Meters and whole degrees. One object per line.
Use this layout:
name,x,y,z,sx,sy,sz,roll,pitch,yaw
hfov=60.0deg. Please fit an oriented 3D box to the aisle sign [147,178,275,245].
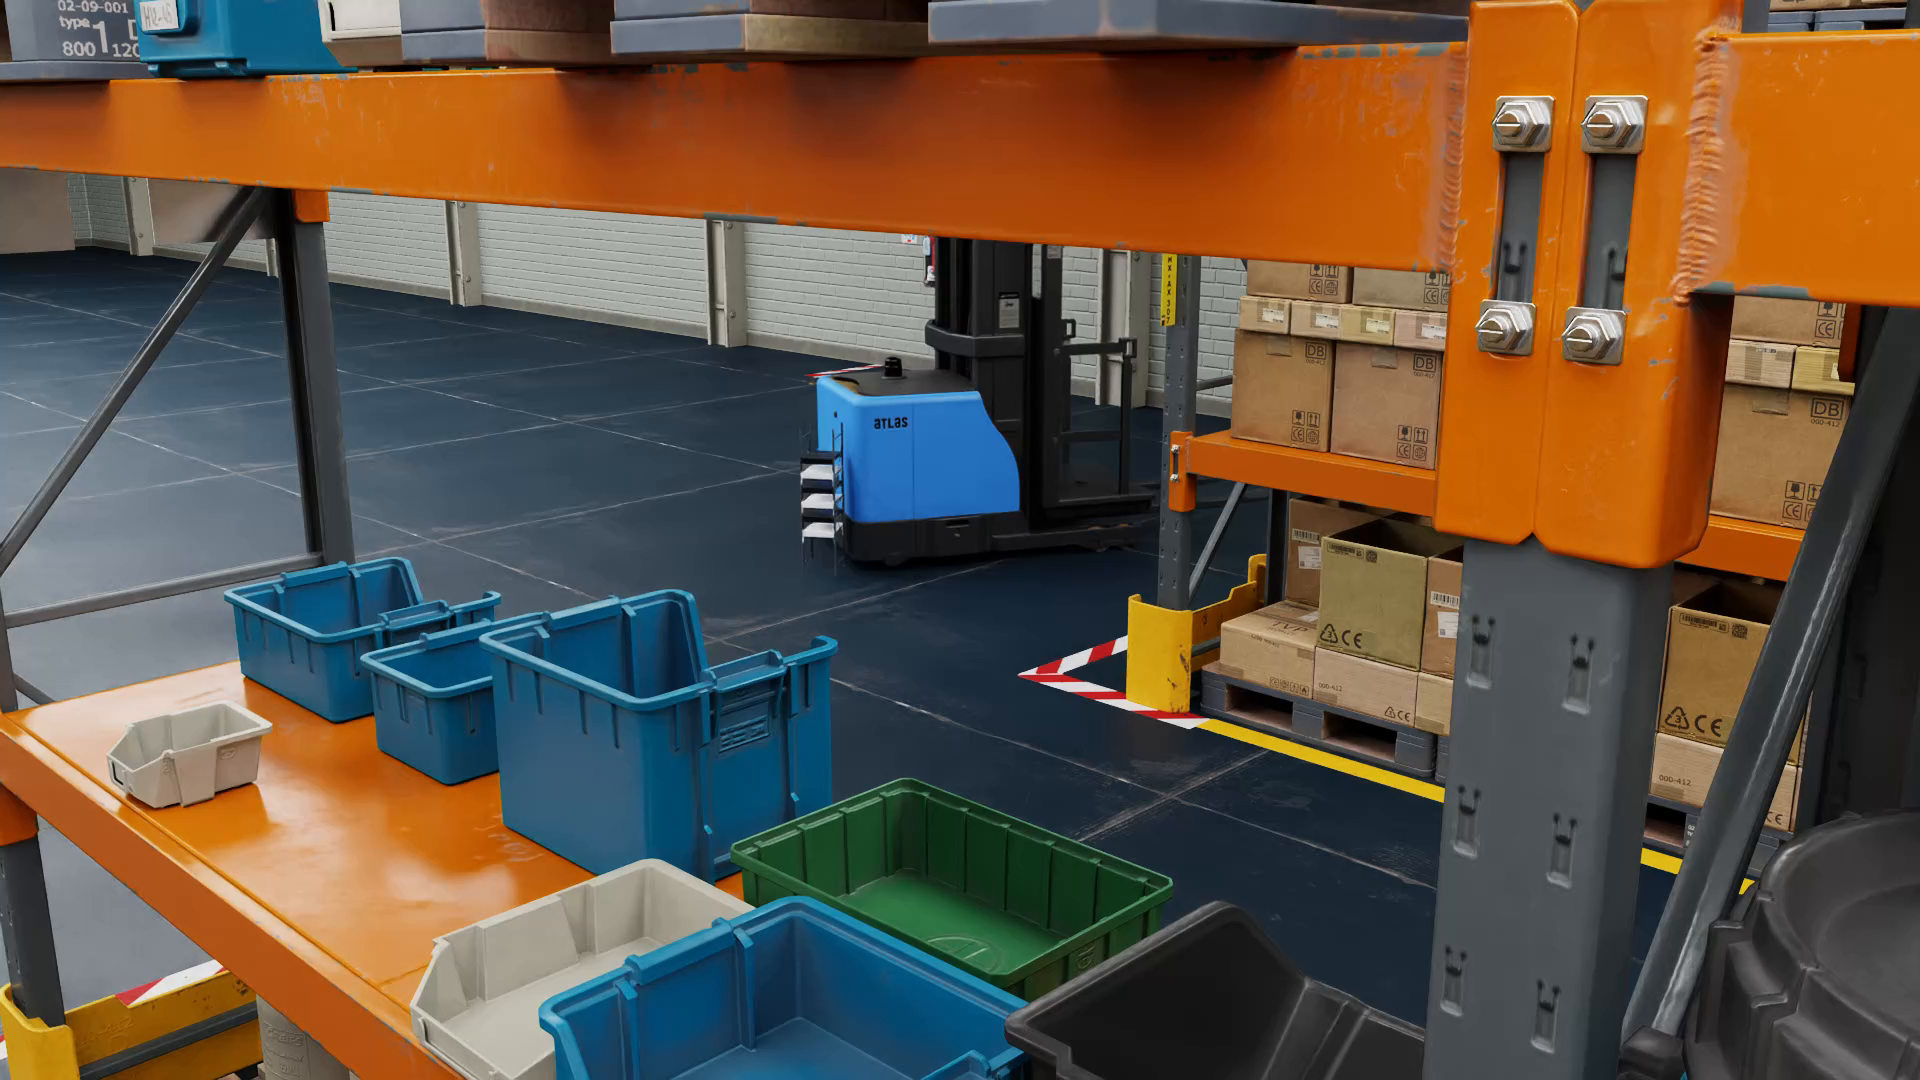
aisle sign,-1.967,-1.187,4.383,0.004,0.787,0.394,14,20,42

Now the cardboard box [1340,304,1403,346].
cardboard box,1.823,-0.926,7.051,0.250,0.149,0.380,14,20,42

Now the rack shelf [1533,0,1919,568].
rack shelf,2.198,0.084,0.138,4.000,0.370,1.077,14,20,42

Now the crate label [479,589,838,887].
crate label,-0.609,0.393,3.403,0.616,0.435,0.502,14,20,42

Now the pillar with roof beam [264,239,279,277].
pillar with roof beam,-14.406,-8.017,23.854,0.400,9.000,9.100,14,20,42

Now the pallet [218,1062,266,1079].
pallet,-1.453,1.635,4.239,1.213,0.211,1.003,14,20,42

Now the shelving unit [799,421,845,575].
shelving unit,-0.836,-0.254,10.124,0.210,0.900,0.258,2,15,9

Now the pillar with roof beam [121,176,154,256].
pillar with roof beam,-18.725,-9.067,27.884,0.400,9.000,9.100,14,20,42

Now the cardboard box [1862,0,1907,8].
cardboard box,3.141,-1.823,5.419,0.250,0.149,0.380,14,20,42

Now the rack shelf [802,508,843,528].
rack shelf,-0.836,-0.135,10.155,0.200,0.077,0.258,2,15,9

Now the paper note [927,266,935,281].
paper note,-0.292,-2.802,17.484,0.142,0.148,0.016,14,20,42

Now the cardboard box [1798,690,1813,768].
cardboard box,3.362,0.573,5.919,0.500,0.500,0.500,14,20,42

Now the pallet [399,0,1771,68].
pallet,0.171,-0.631,1.831,1.003,0.211,1.213,14,20,42

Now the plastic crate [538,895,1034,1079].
plastic crate,-0.227,0.765,2.341,0.616,0.251,0.499,14,20,42

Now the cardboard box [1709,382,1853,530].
cardboard box,3.132,-0.365,6.187,0.500,0.500,0.700,14,20,43

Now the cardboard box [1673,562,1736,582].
cardboard box,3.001,0.304,6.951,0.500,0.500,0.500,14,20,42

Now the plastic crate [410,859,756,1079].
plastic crate,-0.587,0.727,2.716,0.437,0.136,0.530,14,20,42

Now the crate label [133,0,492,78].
crate label,-1.003,-0.854,2.608,0.408,0.251,0.502,14,20,42

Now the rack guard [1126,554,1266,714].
rack guard,1.302,0.445,8.235,0.348,0.500,1.175,14,20,42

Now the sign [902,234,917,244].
sign,-0.539,-3.317,17.644,0.234,0.329,0.001,14,20,42

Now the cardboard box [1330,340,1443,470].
cardboard box,2.028,-0.634,7.219,0.700,0.500,0.500,-14,20,-43

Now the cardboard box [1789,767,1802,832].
cardboard box,3.360,0.936,6.012,0.500,0.250,0.500,14,20,42

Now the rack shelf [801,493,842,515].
rack shelf,-0.836,-0.222,10.132,0.200,0.077,0.258,2,15,9

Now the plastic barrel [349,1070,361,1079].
plastic barrel,-1.234,1.327,3.990,0.421,0.512,0.421,0,15,0

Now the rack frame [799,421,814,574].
rack frame,-0.937,-0.259,10.140,0.006,0.900,0.240,2,15,9

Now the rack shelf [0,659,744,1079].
rack shelf,-0.682,0.836,3.203,4.000,0.370,1.077,14,20,42

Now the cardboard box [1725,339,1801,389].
cardboard box,2.941,-0.654,6.009,0.380,0.149,0.250,-14,20,-43

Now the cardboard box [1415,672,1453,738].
cardboard box,2.273,0.675,7.012,0.500,0.250,0.500,14,20,42

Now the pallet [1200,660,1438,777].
pallet,1.899,0.715,7.770,1.213,0.211,1.003,14,20,42

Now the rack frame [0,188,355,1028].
rack frame,-2.121,0.138,4.455,0.127,3.000,1.000,14,20,42

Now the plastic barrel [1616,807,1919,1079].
plastic barrel,0.826,0.718,1.235,0.708,0.901,0.600,14,20,42

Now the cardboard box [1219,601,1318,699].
cardboard box,1.551,0.501,7.682,0.500,0.250,0.500,14,20,42

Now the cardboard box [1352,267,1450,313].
cardboard box,2.067,-1.253,7.020,0.500,0.500,0.700,13,19,41

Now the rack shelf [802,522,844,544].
rack shelf,-0.836,-0.048,10.177,0.200,0.077,0.258,2,15,9

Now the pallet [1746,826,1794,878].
pallet,3.656,1.142,6.131,1.213,0.211,1.003,14,20,42

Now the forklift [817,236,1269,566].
forklift,0.636,-1.459,10.720,3.031,2.935,1.130,-5,15,-18

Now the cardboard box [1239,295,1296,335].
cardboard box,1.452,-1.015,7.395,0.250,0.149,0.380,13,20,42
